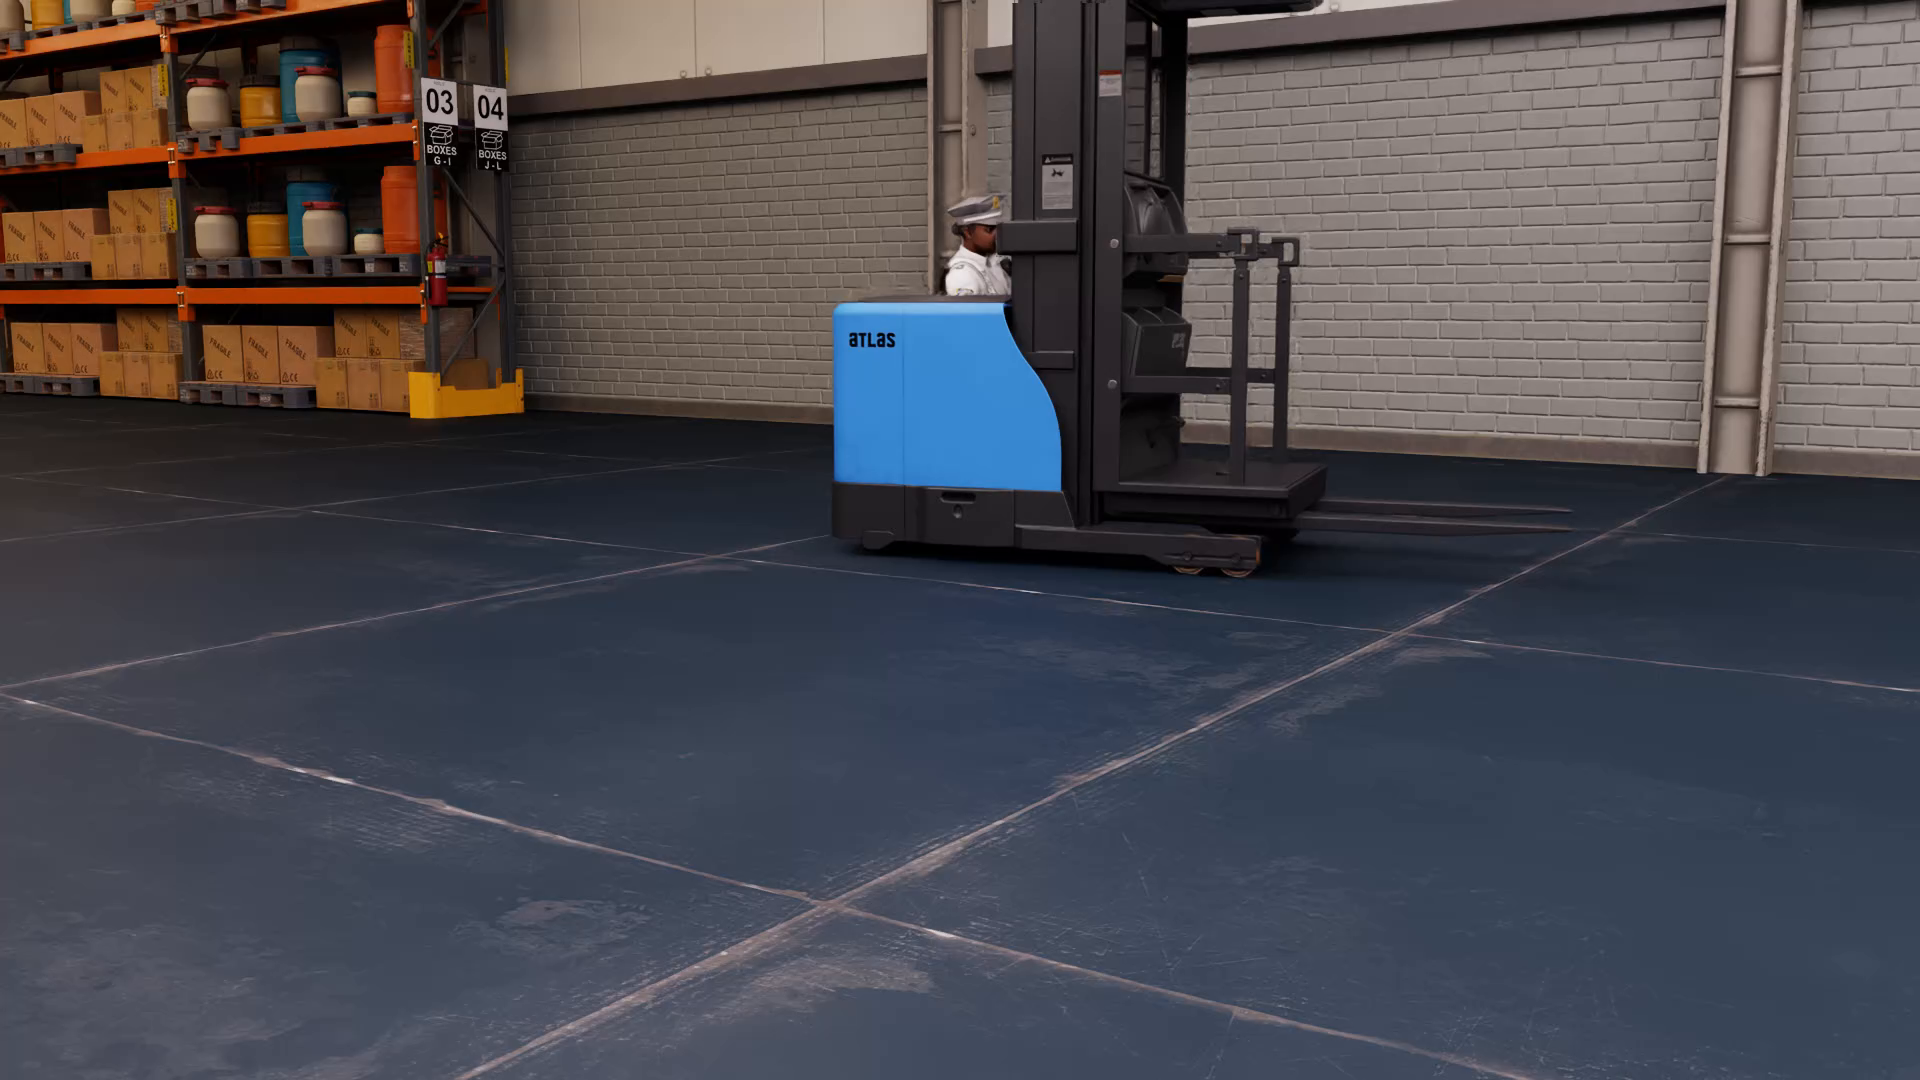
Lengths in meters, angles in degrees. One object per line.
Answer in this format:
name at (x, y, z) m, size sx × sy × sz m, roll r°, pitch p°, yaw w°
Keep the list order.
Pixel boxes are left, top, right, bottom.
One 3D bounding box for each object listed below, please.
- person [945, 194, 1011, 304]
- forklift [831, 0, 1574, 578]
person at (0.173, -0.772, 7.414) m, size 0.521 × 1.508 × 0.775 m, roll 5°, pitch 9°, yaw 29°
forklift at (1.013, -1.387, 6.943) m, size 3.031 × 2.935 × 1.130 m, roll 3°, pitch 9°, yaw 20°
